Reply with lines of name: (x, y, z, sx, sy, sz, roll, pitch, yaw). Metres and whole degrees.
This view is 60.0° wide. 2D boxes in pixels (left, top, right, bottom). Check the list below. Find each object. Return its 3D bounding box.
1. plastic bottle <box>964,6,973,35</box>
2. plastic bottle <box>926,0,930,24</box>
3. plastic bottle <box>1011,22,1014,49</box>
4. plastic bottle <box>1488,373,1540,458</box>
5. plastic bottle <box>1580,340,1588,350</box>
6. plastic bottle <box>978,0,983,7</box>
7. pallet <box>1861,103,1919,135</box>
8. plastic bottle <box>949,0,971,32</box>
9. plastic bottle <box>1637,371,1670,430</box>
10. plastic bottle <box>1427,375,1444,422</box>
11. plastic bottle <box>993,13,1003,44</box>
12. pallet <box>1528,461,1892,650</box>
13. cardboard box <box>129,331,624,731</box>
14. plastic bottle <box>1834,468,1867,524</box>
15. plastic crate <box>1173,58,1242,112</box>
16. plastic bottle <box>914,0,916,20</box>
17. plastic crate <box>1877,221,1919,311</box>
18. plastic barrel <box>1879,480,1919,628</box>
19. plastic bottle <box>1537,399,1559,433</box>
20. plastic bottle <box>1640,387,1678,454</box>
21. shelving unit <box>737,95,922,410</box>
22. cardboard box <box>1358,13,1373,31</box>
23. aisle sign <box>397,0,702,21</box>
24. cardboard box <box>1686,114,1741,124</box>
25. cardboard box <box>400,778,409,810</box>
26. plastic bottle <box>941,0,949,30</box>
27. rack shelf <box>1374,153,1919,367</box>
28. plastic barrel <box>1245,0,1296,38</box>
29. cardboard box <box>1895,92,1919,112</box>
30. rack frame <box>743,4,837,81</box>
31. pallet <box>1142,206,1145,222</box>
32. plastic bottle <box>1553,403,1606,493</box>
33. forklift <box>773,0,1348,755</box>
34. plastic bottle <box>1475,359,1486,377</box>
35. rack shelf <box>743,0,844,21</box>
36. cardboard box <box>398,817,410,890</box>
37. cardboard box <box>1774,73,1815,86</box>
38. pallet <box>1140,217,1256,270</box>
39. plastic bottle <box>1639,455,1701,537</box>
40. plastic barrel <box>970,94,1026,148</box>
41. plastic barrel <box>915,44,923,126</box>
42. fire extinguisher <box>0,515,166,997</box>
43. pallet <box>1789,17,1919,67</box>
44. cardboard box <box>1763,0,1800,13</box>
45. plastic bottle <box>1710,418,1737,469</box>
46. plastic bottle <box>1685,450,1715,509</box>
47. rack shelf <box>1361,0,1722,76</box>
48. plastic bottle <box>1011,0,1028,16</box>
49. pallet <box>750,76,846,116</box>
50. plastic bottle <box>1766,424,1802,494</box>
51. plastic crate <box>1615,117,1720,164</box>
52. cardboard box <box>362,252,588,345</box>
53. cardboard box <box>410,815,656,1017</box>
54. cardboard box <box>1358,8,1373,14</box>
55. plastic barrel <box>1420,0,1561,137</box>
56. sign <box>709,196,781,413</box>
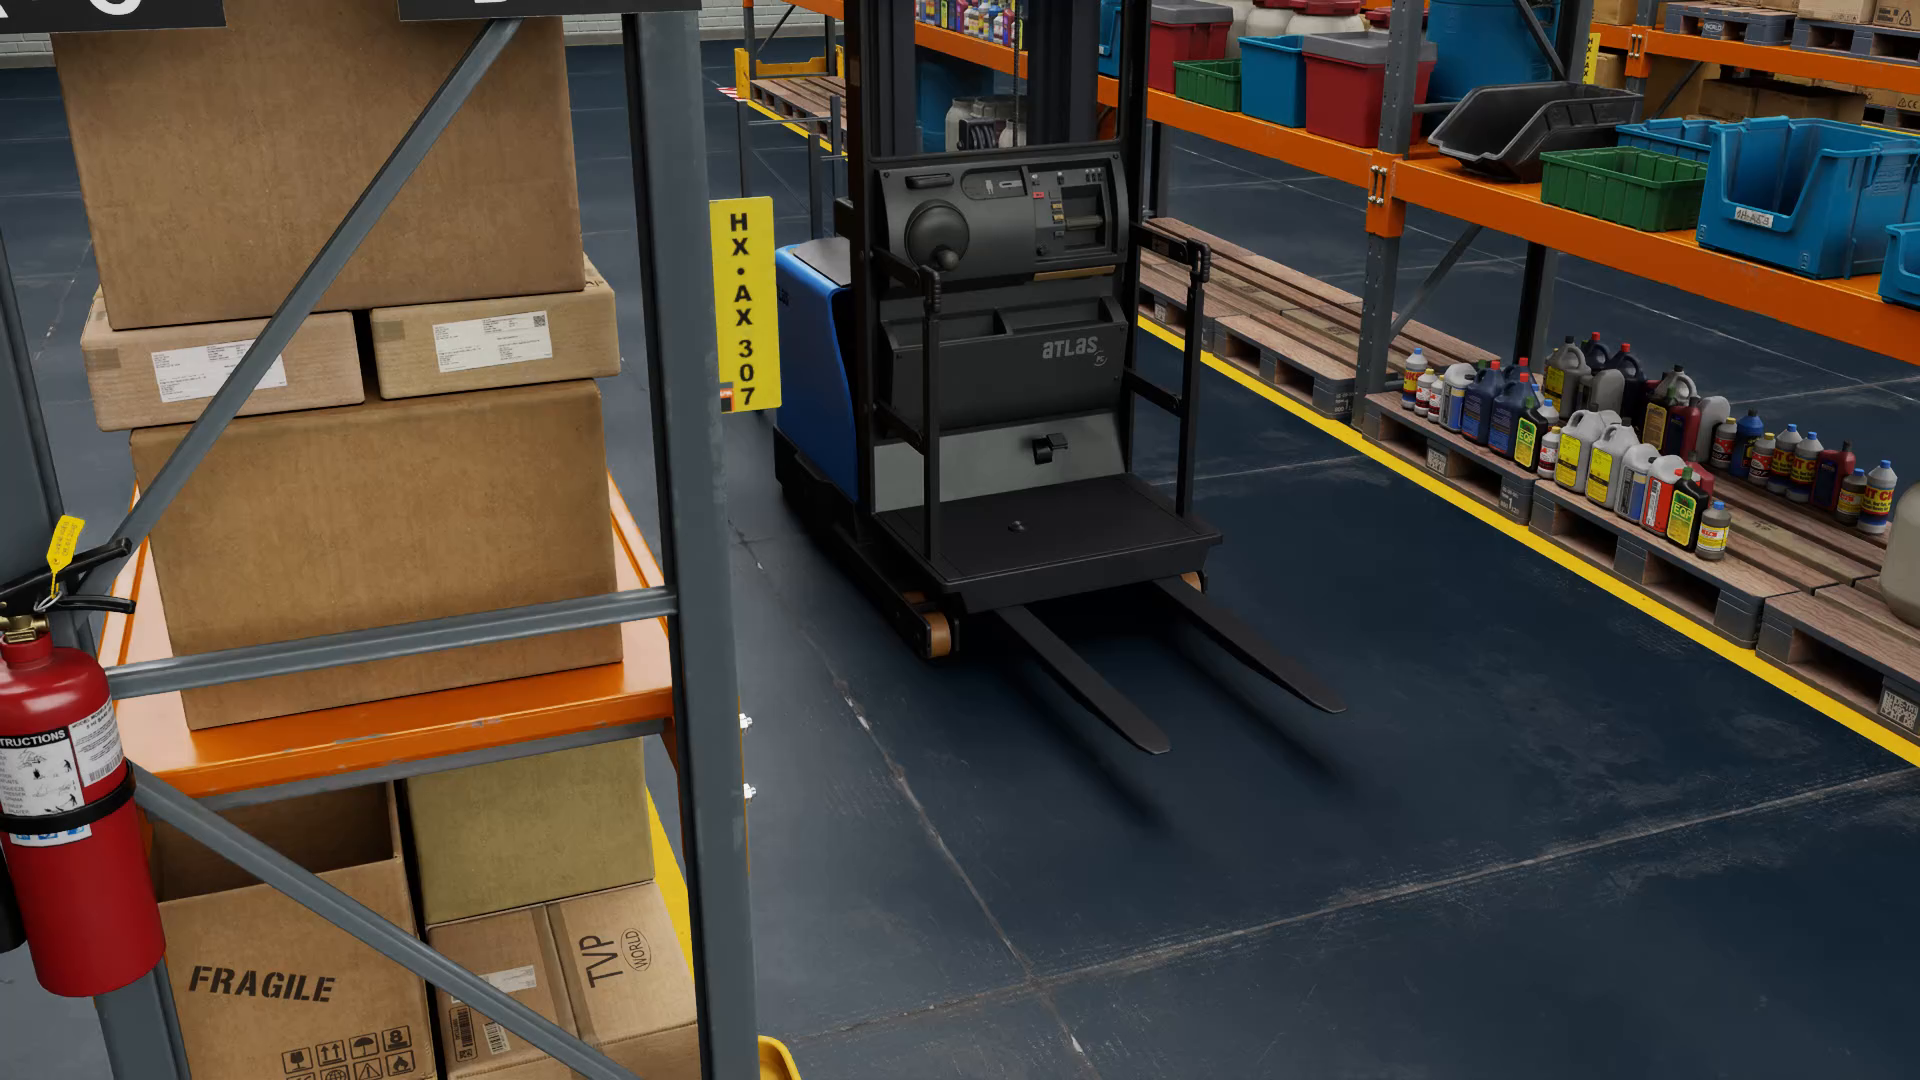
plastic bottle: (0.075, -3.799, 12.158, 0.097, 0.201, 0.097, 0, 23, 0)
plastic bottle: (-0.218, -4.134, 12.861, 0.097, 0.271, 0.097, 0, 23, 0)
plastic bottle: (0.397, -3.468, 11.371, 0.097, 0.201, 0.097, 0, 23, 0)
plastic bottle: (2.340, -0.536, 7.005, 0.144, 0.351, 0.185, -9, 25, -21)
plastic bottle: (2.855, -0.795, 7.704, 0.061, 0.283, 0.133, -7, 24, -16)
plastic bottle: (0.189, -4.382, 13.450, 0.097, 0.271, 0.097, 0, 23, 0)
pallet: (9.571, -4.192, 16.423, 1.003, 0.211, 1.213, -8, 24, -19)
plastic bottle: (0.000, -3.971, 12.373, 0.144, 0.351, 0.185, -8, 24, -19)
plastic bottle: (3.038, -0.606, 7.258, 0.061, 0.283, 0.133, -7, 24, -15)
plastic bottle: (2.151, -0.637, 7.435, 0.097, 0.201, 0.097, 0, 23, 0)
plastic bottle: (0.282, -3.587, 11.654, 0.097, 0.201, 0.097, 0, 23, 0)
pallet: (3.009, 0.006, 6.465, 1.003, 0.211, 1.213, -8, 24, -19)
cardboard box: (-0.999, -0.059, 2.899, 0.700, 0.500, 0.500, -8, 24, -19)
plastic bottle: (3.404, -0.172, 6.333, 0.097, 0.201, 0.097, 0, 23, 0)
plastic crate: (1.497, -2.469, 9.020, 0.450, 0.188, 0.662, -8, 24, -19)
plastic bottle: (-0.316, -4.266, 13.169, 0.152, 0.276, 0.135, -8, 24, -19)
plastic crate: (3.108, -0.829, 5.046, 0.499, 0.251, 0.408, -8, 24, -19)
plastic barrel: (3.308, 0.022, 5.497, 0.421, 0.512, 0.421, 0, 23, 0)
plastic bottle: (2.427, -0.451, 6.905, 0.097, 0.271, 0.097, 0, 23, 0)
plastic bottle: (2.968, -0.519, 7.051, 0.061, 0.283, 0.133, -8, 24, -19)
shelving unit: (-0.599, -1.202, 7.672, 0.538, 1.500, 1.048, -10, 25, -22)
cardboard box: (4.428, -4.544, 15.864, 1.225, 0.875, 0.875, -8, 24, -19)
aisle sign: (-0.536, -1.058, 2.050, 0.394, 0.787, 0.004, -8, 24, -19)
cardboard box: (5.852, -2.916, 12.459, 0.700, 0.500, 0.500, -10, 25, -22)
cardboard box: (-1.194, 0.300, 4.210, 0.500, 0.500, 0.500, -8, 24, -19)
plastic bottle: (-0.095, -3.992, 12.510, 0.061, 0.283, 0.133, -8, 24, -19)
rack shelf: (3.083, -0.915, 5.985, 1.077, 0.370, 4.000, -8, 24, -19)
plastic barrel: (1.831, -2.837, 9.444, 0.433, 0.535, 0.433, 0, 23, 0)
cardboard box: (9.414, -4.374, 15.943, 0.500, 0.500, 0.500, -9, 25, -21)
rack frame: (-1.863, -6.333, 17.914, 1.000, 3.000, 0.127, -8, 24, -19)
pallet: (0.646, -2.422, 12.225, 1.003, 0.211, 1.213, -8, 24, -19)
plastic bottle: (2.490, -0.382, 6.638, 0.144, 0.351, 0.185, -9, 24, -19)
forklift: (0.251, -1.127, 5.650, 1.130, 2.935, 3.031, -10, 25, -22)
plastic bottle: (2.318, -0.649, 7.359, 0.061, 0.283, 0.133, -8, 24, -19)
rack shelf: (-1.156, -5.275, 16.330, 1.077, 0.370, 4.000, -8, 24, -19)
cardboard box: (-1.500, 0.898, 3.757, 0.500, 0.250, 0.500, -8, 24, -19)
cardboard box: (8.872, -4.940, 17.286, 0.500, 0.500, 0.500, -7, 24, -17)
pallet: (1.201, -1.855, 10.879, 1.003, 0.211, 1.213, -8, 24, -19)
plastic bottle: (2.667, -0.170, 6.231, 0.152, 0.276, 0.135, -8, 24, -19)
plastic barrel: (0.375, -3.095, 12.794, 0.600, 0.588, 0.708, -8, 24, -19)
plastic barrel: (-0.274, -3.906, 14.317, 0.600, 0.901, 0.708, -8, 24, -19)
fire extinguisher: (-1.239, 0.301, 2.274, 0.296, 0.674, 0.183, -8, 24, -19)
pallet: (6.334, -3.304, 10.974, 1.003, 0.211, 1.213, -8, 24, -19)
cardboard box: (6.116, -3.966, 11.628, 0.700, 0.500, 0.500, -5, 23, -11)
plastic bottle: (3.176, -0.406, 6.888, 0.097, 0.201, 0.097, 0, 23, 0)
plastic bottle: (2.766, -0.188, 6.265, 0.061, 0.283, 0.133, -8, 24, -19)
rack shelf: (4.890, -4.501, 14.494, 1.077, 0.370, 4.000, -8, 24, -19)
plastic bottle: (0.475, -4.098, 12.674, 0.144, 0.351, 0.185, -8, 24, -19)
pallet: (-1.608, -4.743, 17.732, 1.003, 0.211, 1.213, -8, 24, -19)
plastic bottle: (3.284, -0.328, 6.612, 0.097, 0.271, 0.097, 0, 23, 0)
plastic crate: (3.021, -1.540, 6.732, 0.499, 0.251, 0.616, -8, 24, -19)
cardboard box: (-0.879, -0.454, 3.001, 0.380, 0.149, 0.250, -9, 24, -20)
cardboard box: (-1.007, 0.826, 3.929, 0.500, 0.250, 0.500, -8, 24, -19)
cardboard box: (4.025, -5.025, 17.004, 0.875, 0.875, 0.875, -8, 24, -19)
plastic barrel: (2.523, -2.386, 7.904, 0.600, 0.901, 0.708, -8, 24, -19)
sign: (-0.325, -0.351, 2.504, 0.100, 0.325, 0.005, -8, 24, -19)
